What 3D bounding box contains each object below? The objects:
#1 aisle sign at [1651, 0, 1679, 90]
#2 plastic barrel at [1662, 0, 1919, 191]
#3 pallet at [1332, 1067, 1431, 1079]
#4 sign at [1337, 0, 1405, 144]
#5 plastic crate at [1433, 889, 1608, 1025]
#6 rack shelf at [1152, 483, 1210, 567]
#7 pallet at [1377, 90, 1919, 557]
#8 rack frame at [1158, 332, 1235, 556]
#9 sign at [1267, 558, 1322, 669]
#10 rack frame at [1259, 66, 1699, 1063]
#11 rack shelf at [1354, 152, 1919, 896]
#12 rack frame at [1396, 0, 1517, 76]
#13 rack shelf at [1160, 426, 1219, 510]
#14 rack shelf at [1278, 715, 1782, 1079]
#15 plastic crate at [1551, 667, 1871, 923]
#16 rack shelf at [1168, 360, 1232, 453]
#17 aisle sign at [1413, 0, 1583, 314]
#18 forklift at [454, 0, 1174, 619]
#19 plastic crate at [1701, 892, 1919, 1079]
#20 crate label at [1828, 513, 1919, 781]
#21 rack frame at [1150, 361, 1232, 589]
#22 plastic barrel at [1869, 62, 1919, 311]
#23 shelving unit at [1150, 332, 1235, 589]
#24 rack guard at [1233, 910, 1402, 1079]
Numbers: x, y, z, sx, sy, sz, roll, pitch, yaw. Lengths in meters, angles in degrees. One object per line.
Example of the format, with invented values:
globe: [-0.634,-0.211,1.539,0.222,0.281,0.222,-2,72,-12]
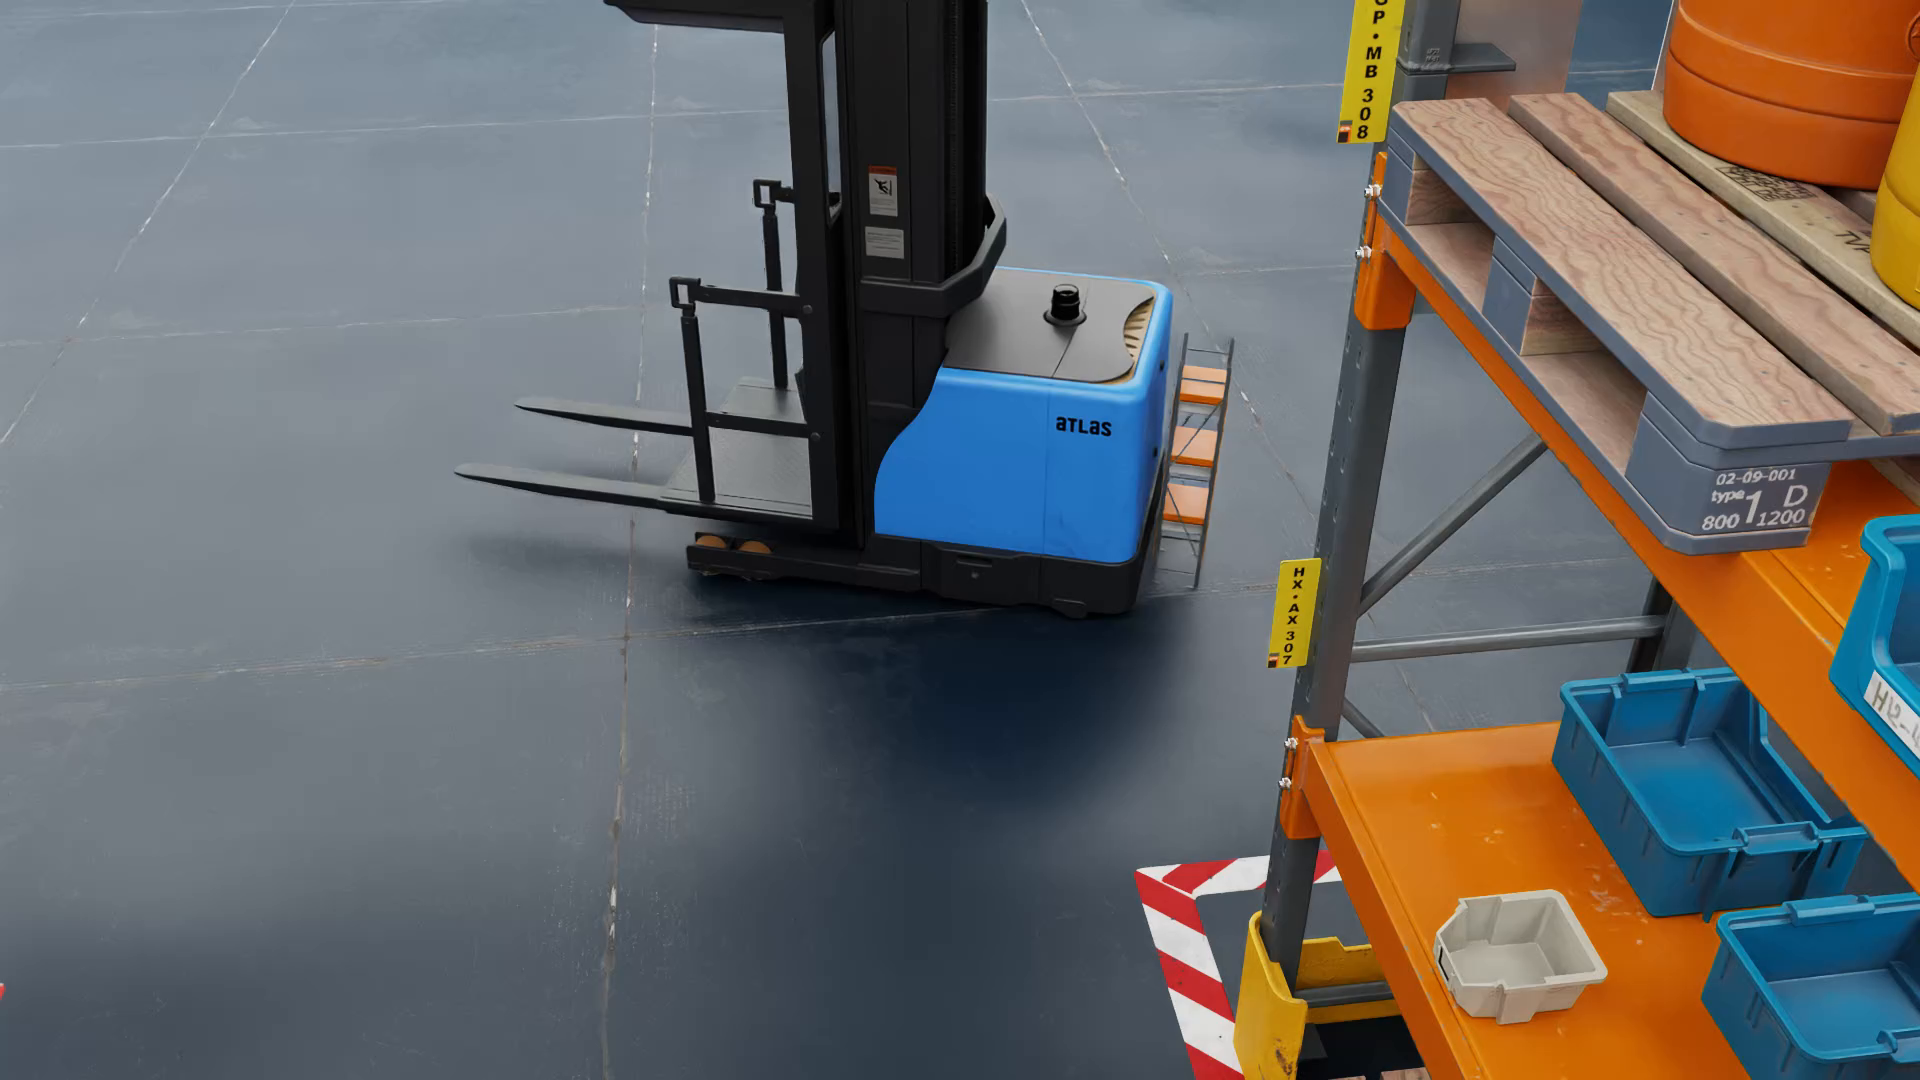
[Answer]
aisle sign: [1.648,-0.879,3.568,0.394,0.787,0.004,-4,35,-6]
plastic barrel: [1.555,-1.071,2.741,0.600,0.830,0.708,-4,35,-6]
pallet: [1.524,1.902,4.271,1.003,0.211,1.213,-4,35,-6]
sign: [0.818,-0.946,3.304,0.100,0.325,0.005,-4,35,-6]
plastic crate: [1.165,0.890,3.514,0.298,0.136,0.250,-4,35,-6]
rack shelf: [0.927,-0.072,6.926,0.215,0.259,0.240,8,35,7]
pallet: [1.378,-0.435,2.729,1.003,0.211,1.213,-4,35,-6]
rack frame: [0.963,-0.376,6.861,0.200,1.050,0.008,8,35,7]
sign: [0.818,0.182,4.073,0.100,0.325,0.005,-4,35,-6]
rack frame: [1.363,0.258,4.209,1.000,3.000,0.127,-4,35,-6]
rack shelf: [1.632,0.431,1.929,1.077,0.370,4.000,-4,35,-6]
rack frame: [1.363,-2.222,2.519,1.000,3.000,0.127,-4,35,-6]
rack shelf: [0.940,-0.300,6.767,0.215,0.259,0.240,8,35,7]
rack shelf: [1.632,1.671,2.773,1.077,0.370,4.000,-4,35,-6]
plastic crate: [1.727,0.576,3.874,0.499,0.251,0.616,-4,35,-6]
rack shelf: [0.953,-0.532,6.606,0.215,0.259,0.240,8,35,7]
aisle sign: [1.063,-0.835,3.503,0.394,0.787,0.004,-4,35,-6]
forklift: [-0.672,-1.319,6.583,3.031,2.935,1.130,7,35,11]
plastic crate: [1.809,0.938,3.341,0.499,0.251,0.408,-4,35,-6]
crate label: [1.288,0.149,1.836,0.502,0.251,0.408,-4,35,-6]
rack frame: [0.918,-0.241,6.662,0.200,1.050,0.008,8,35,7]
plastic barrel: [1.642,-0.607,2.273,0.600,0.588,0.600,0,34,0]
shelving unit: [0.940,-0.308,6.761,0.215,1.050,0.252,8,35,7]
rack guard: [1.420,1.329,4.855,1.175,0.500,0.348,-4,35,-6]
